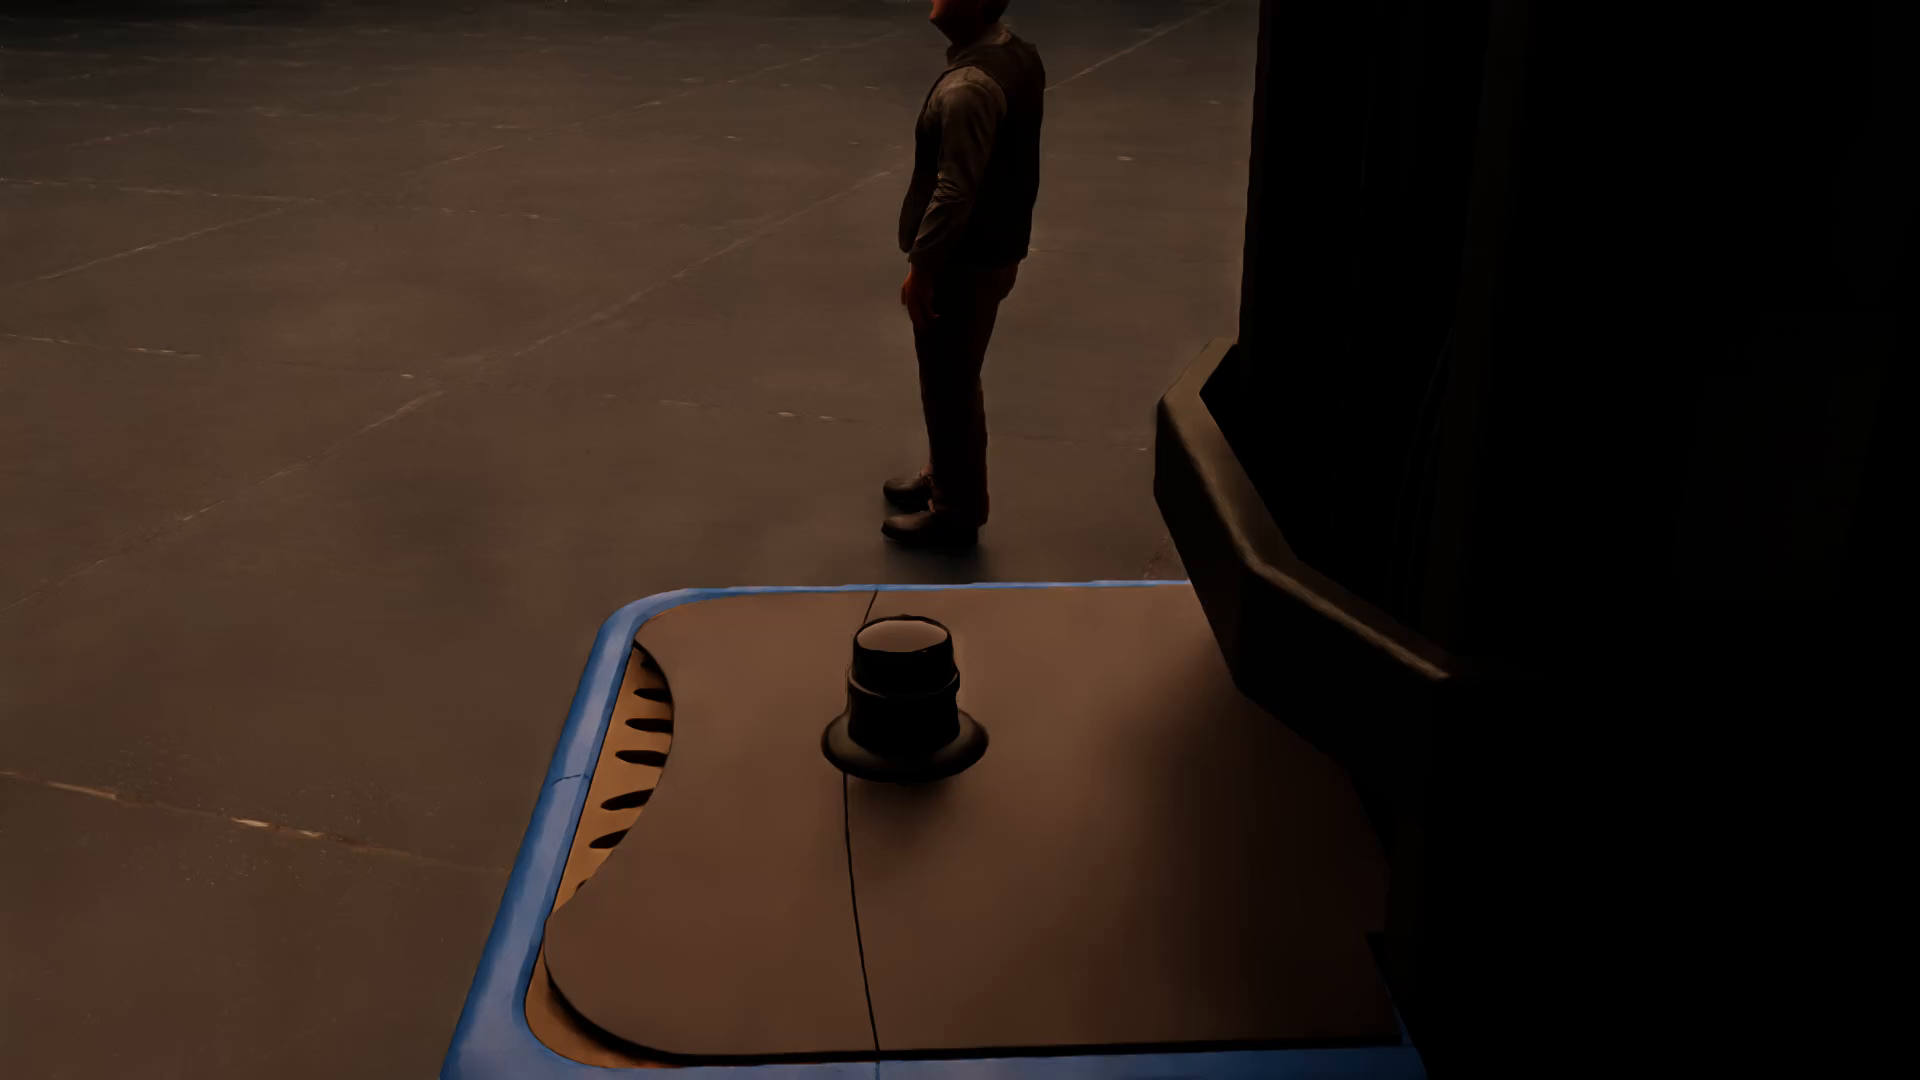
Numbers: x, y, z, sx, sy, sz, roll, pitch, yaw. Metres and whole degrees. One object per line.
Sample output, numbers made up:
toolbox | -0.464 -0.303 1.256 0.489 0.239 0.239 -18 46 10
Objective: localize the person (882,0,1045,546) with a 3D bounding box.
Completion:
person | -0.057 -0.812 4.814 0.567 1.720 0.632 7 23 16
